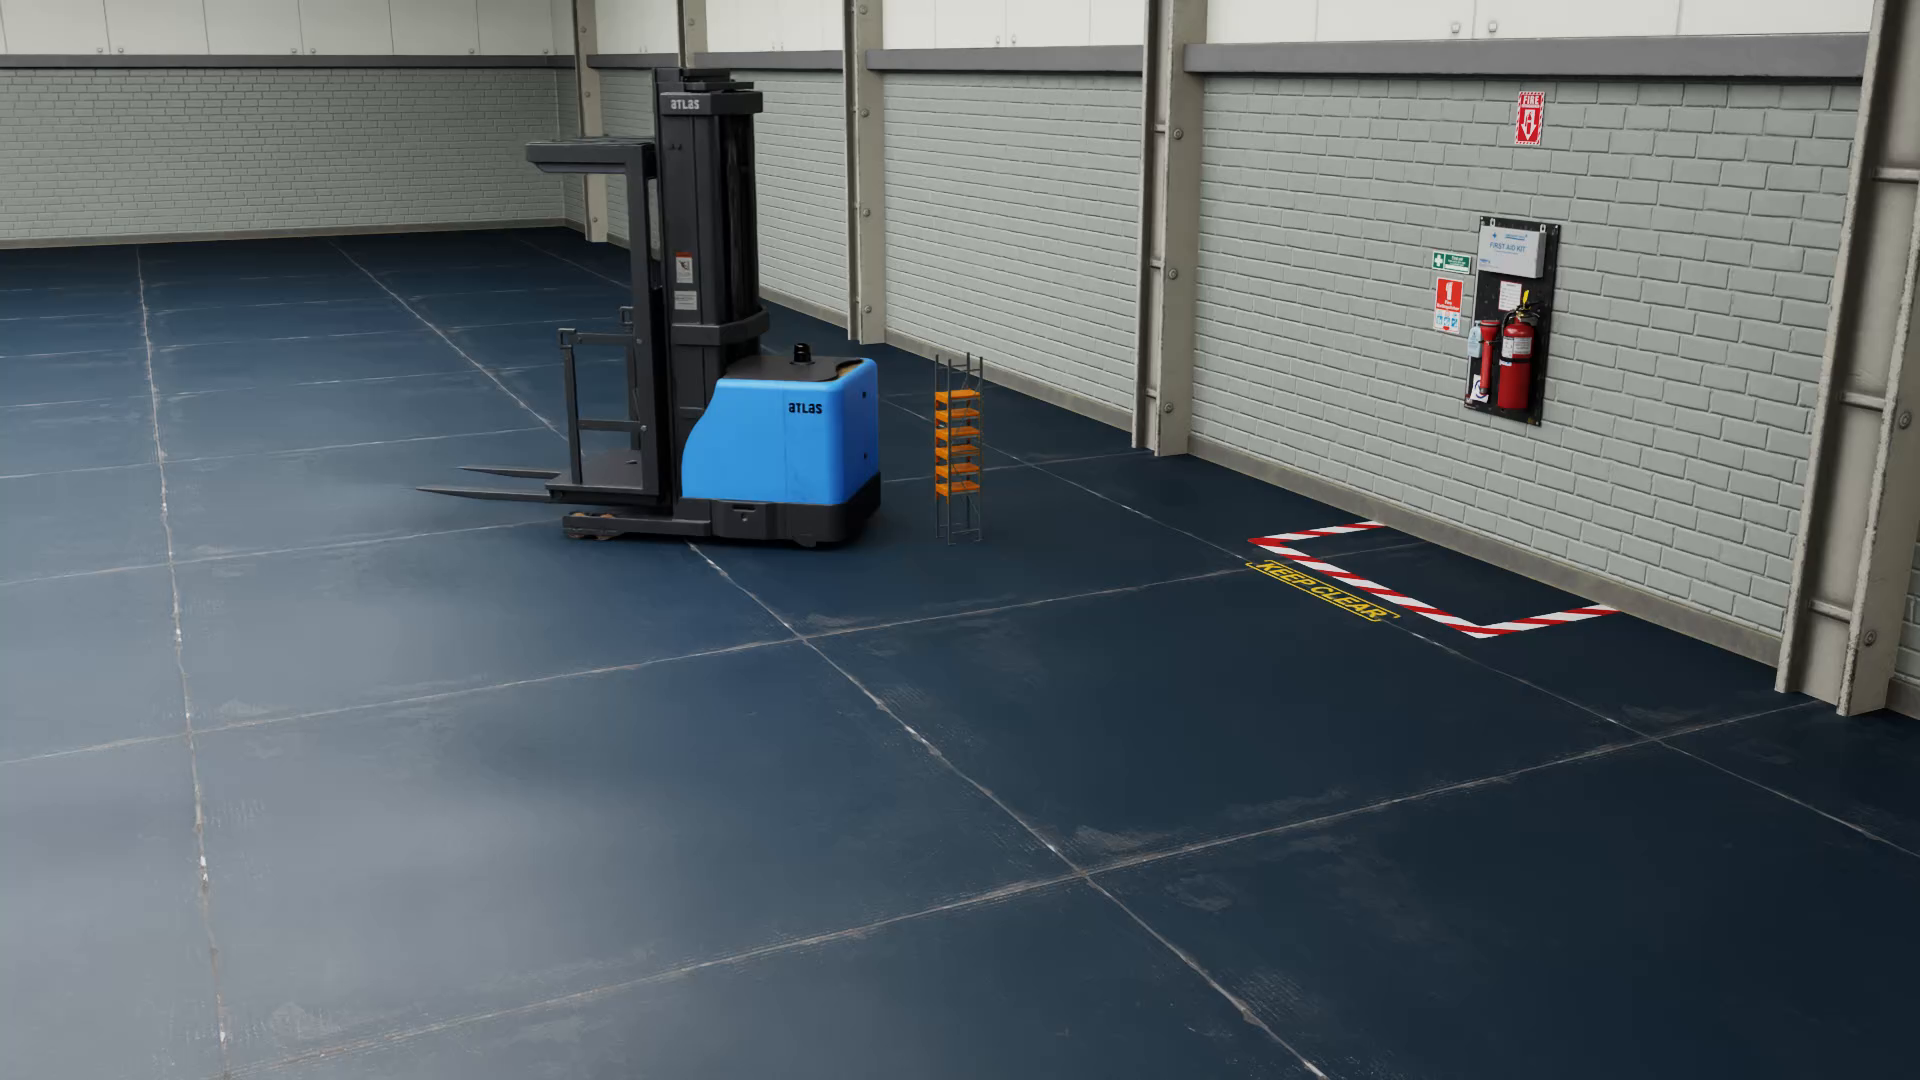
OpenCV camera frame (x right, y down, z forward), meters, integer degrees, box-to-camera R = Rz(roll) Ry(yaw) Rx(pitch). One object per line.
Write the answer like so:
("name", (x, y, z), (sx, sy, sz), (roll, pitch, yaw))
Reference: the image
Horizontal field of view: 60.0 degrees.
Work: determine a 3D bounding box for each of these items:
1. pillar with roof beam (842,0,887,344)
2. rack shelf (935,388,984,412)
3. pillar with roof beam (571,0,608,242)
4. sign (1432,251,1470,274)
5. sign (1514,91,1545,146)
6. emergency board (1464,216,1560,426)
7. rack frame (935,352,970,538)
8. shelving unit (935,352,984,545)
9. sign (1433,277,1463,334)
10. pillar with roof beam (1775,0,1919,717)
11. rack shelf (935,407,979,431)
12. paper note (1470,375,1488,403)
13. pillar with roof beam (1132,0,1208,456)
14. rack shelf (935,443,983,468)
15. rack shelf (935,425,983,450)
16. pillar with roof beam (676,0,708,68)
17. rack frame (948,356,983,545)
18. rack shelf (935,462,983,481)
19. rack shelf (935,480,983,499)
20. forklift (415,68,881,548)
("pillar with roof beam", (-4.896, -6.014, 15.394), (9.100, 9.000, 0.400), (-8, 18, -25))
("rack shelf", (-0.006, -0.884, 10.511), (0.258, 0.103, 0.180), (-8, 18, -25))
("pillar with roof beam", (-10.153, -8.990, 25.763), (9.100, 9.000, 0.400), (-8, 18, -25))
("sign", (3.027, -1.712, 10.253), (0.001, 0.109, 0.331), (-8, 18, -25))
("sign", (3.269, -2.421, 9.546), (0.001, 0.298, 0.199), (-8, 18, -25))
("emergency board", (3.183, -1.293, 9.817), (0.194, 1.169, 0.643), (-8, 18, -25))
("rack frame", (-0.046, -0.603, 10.677), (0.240, 1.200, 0.006), (-8, 18, -25))
("shelving unit", (-0.006, -0.580, 10.598), (0.258, 1.200, 0.189), (-8, 18, -25))
("sign", (3.033, -1.459, 10.333), (0.001, 0.329, 0.234), (-8, 18, -25))
("pillar with roof beam", (0.361, -3.039, 5.026), (9.100, 9.000, 0.400), (-8, 18, -25))
("rack shelf", (-0.006, -0.768, 10.544), (0.258, 0.103, 0.180), (-8, 18, -25))
("paper note", (3.167, -0.921, 10.121), (0.016, 0.148, 0.142), (-8, 18, -25))
("pillar with roof beam", (-2.267, -4.526, 10.210), (9.100, 9.000, 0.400), (-8, 18, -25))
("rack shelf", (-0.006, -0.538, 10.610), (0.258, 0.103, 0.180), (-8, 18, -25))
("rack shelf", (-0.006, -0.653, 10.577), (0.258, 0.103, 0.180), (-8, 18, -25))
("pillar with roof beam", (-7.524, -7.502, 20.579), (9.100, 9.000, 0.400), (-8, 18, -25))
("rack frame", (0.034, -0.558, 10.519), (0.240, 1.200, 0.006), (-8, 18, -25))
("rack shelf", (-0.006, -0.422, 10.643), (0.258, 0.103, 0.180), (-8, 18, -25))
("rack shelf", (-0.006, -0.307, 10.676), (0.258, 0.103, 0.180), (-8, 18, -25))
("forklift", (-2.107, -1.546, 10.823), (3.031, 2.935, 1.130), (3, 16, 11))
